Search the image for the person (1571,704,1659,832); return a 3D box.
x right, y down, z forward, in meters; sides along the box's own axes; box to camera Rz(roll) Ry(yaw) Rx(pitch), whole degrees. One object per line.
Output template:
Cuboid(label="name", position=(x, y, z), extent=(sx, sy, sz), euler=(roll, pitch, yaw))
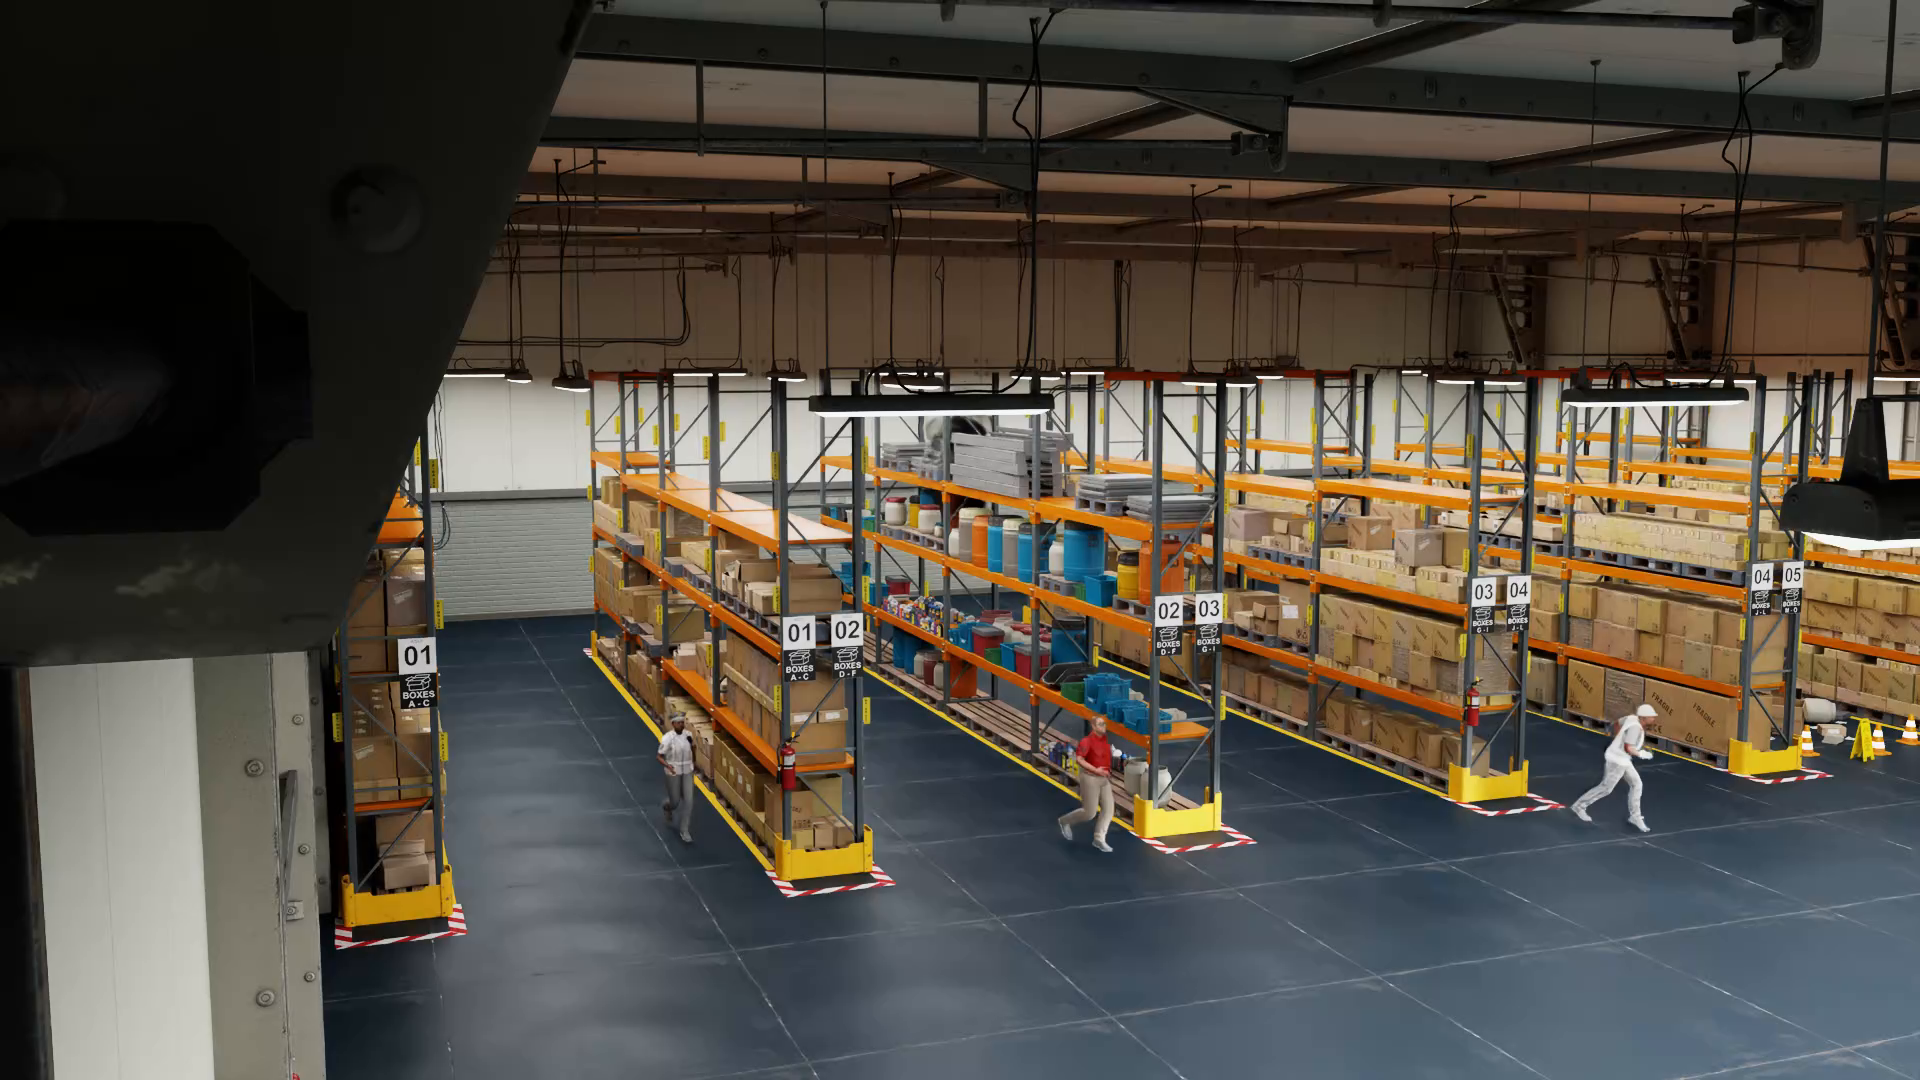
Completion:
Cuboid(label="person", position=(8.763, 3.028, 22.274), extent=(1.045, 1.732, 0.729), euler=(2, 7, 19))

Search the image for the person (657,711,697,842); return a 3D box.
Cuboid(label="person", position=(-3.708, 3.072, 21.922), extent=(0.578, 1.692, 0.791), euler=(-3, 7, -28))

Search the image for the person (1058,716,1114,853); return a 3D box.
Cuboid(label="person", position=(1.697, 3.115, 21.436), extent=(0.788, 1.729, 0.678), euler=(5, 8, 39))

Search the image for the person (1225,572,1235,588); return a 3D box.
Cuboid(label="person", position=(6.673, 0.846, 41.490), extent=(0.855, 1.713, 0.654), euler=(1, 7, 13))
